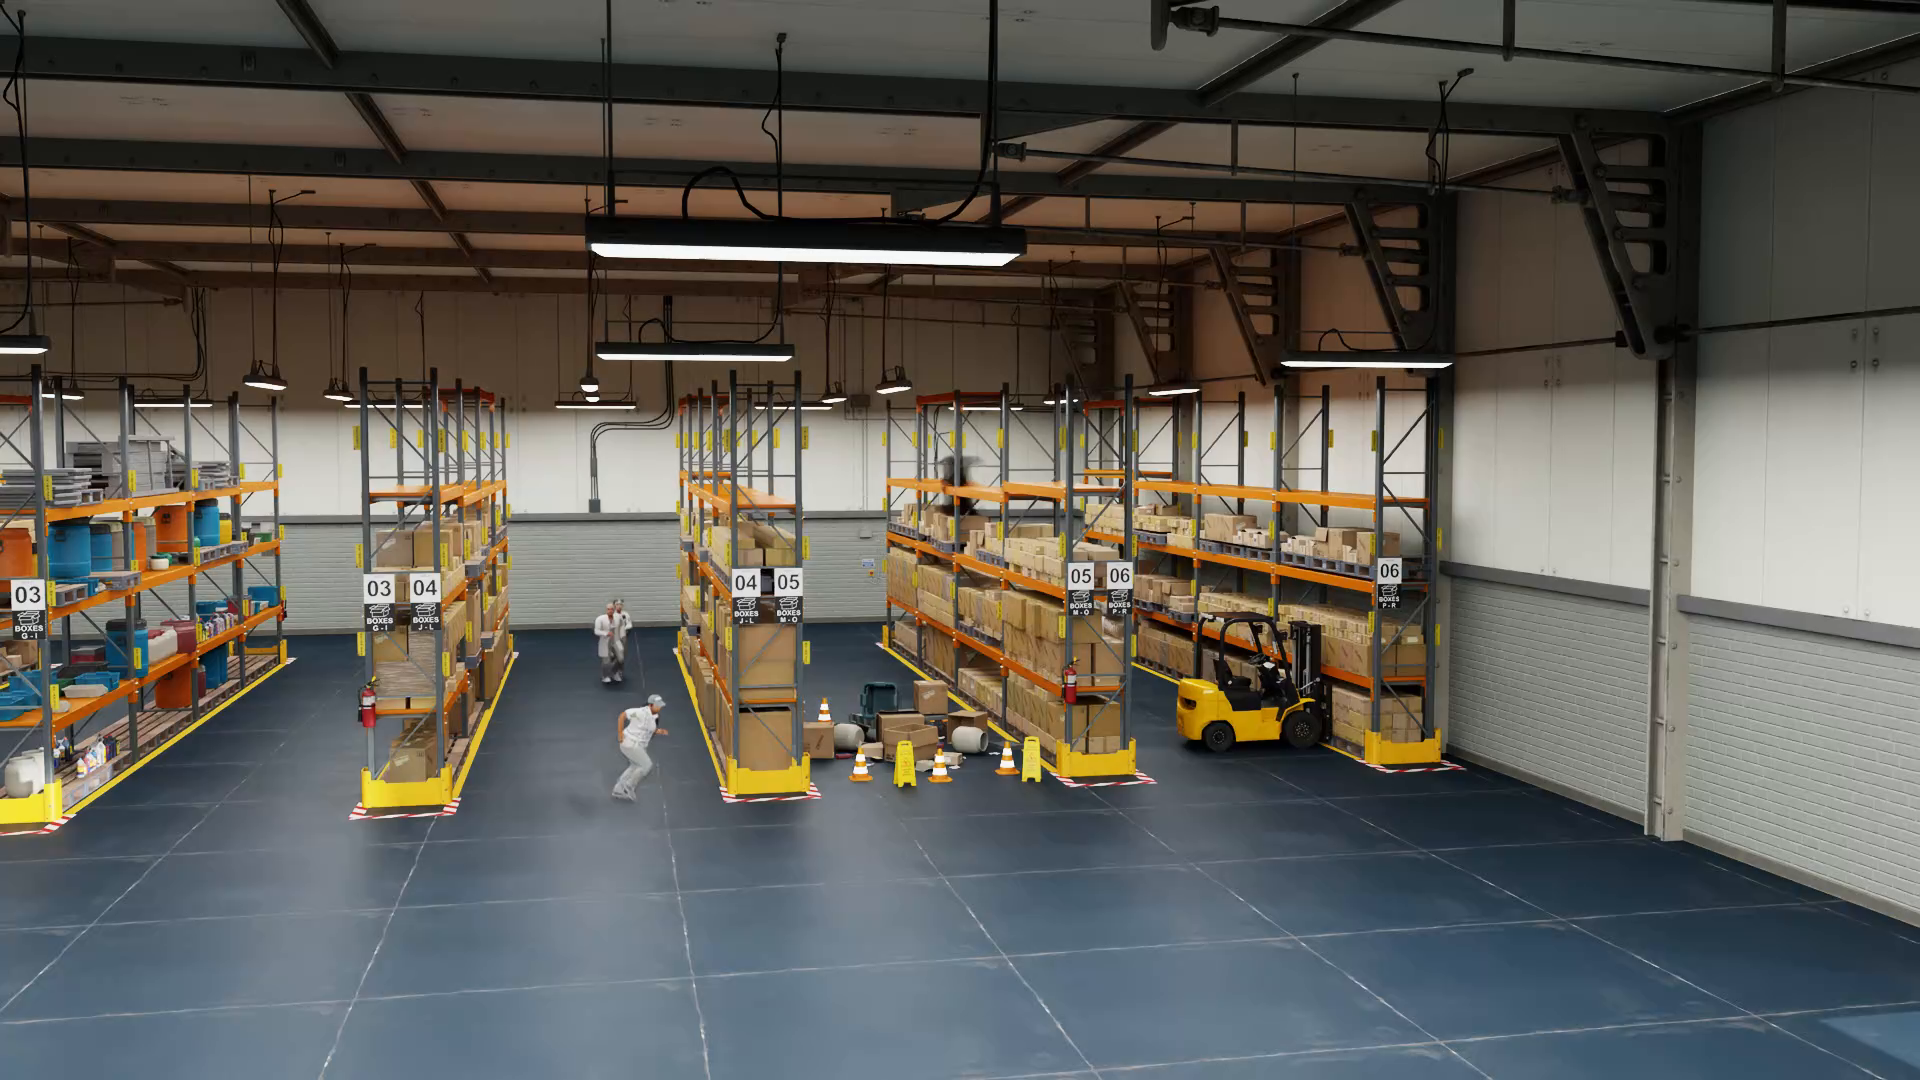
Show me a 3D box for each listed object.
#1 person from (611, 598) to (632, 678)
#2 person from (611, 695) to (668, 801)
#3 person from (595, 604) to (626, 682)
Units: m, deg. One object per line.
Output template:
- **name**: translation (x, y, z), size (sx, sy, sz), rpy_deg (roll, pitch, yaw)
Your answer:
- **person**: translation (-7.218, 2.068, 35.086), size (0.598, 1.685, 0.658), rpy_deg (-1, 4, -16)
- **person**: translation (-4.473, 2.875, 23.015), size (0.900, 1.503, 0.639), rpy_deg (1, 4, 21)
- **person**: translation (-7.175, 2.124, 34.158), size (0.716, 1.668, 0.935), rpy_deg (-2, 4, -27)
